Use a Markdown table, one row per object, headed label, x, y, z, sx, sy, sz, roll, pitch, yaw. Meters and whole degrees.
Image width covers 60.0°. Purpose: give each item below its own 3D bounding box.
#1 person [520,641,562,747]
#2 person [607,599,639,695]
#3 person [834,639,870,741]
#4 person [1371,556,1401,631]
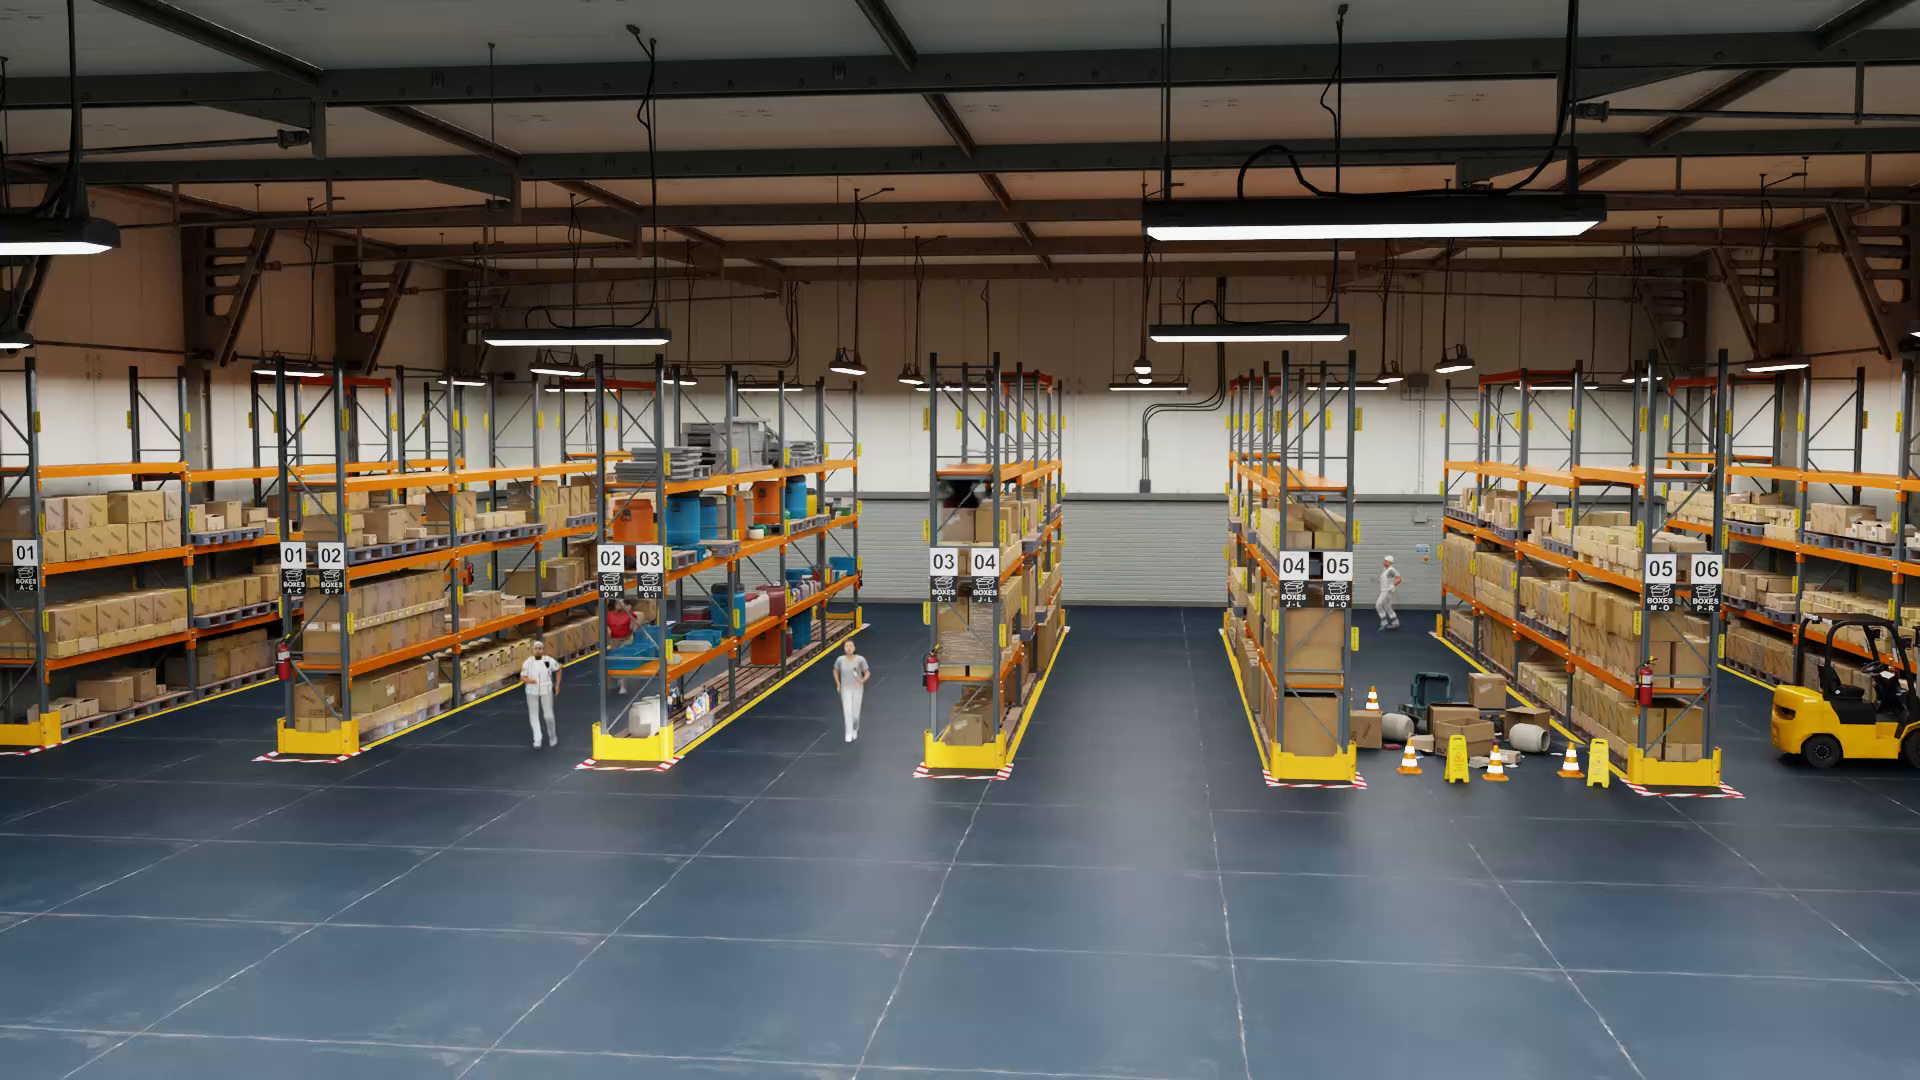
| label | x | y | z | sx | sy | sz | roll | pitch | yaw |
| --- | --- | --- | --- | --- | --- | --- | --- | --- | --- |
| person | -6.428 | 2.375 | 25.504 | 0.608 | 1.649 | 0.623 | -1 | 4 | -10 |
| person | -6.332 | 1.950 | 30.966 | 0.608 | 1.767 | 0.909 | 0 | 4 | 4 |
| person | -1.631 | 2.263 | 25.084 | 0.558 | 1.581 | 0.875 | 0 | 4 | -1 |
| person | 10.227 | 1.287 | 39.916 | 0.705 | 1.824 | 0.632 | 0 | 4 | 3 |
